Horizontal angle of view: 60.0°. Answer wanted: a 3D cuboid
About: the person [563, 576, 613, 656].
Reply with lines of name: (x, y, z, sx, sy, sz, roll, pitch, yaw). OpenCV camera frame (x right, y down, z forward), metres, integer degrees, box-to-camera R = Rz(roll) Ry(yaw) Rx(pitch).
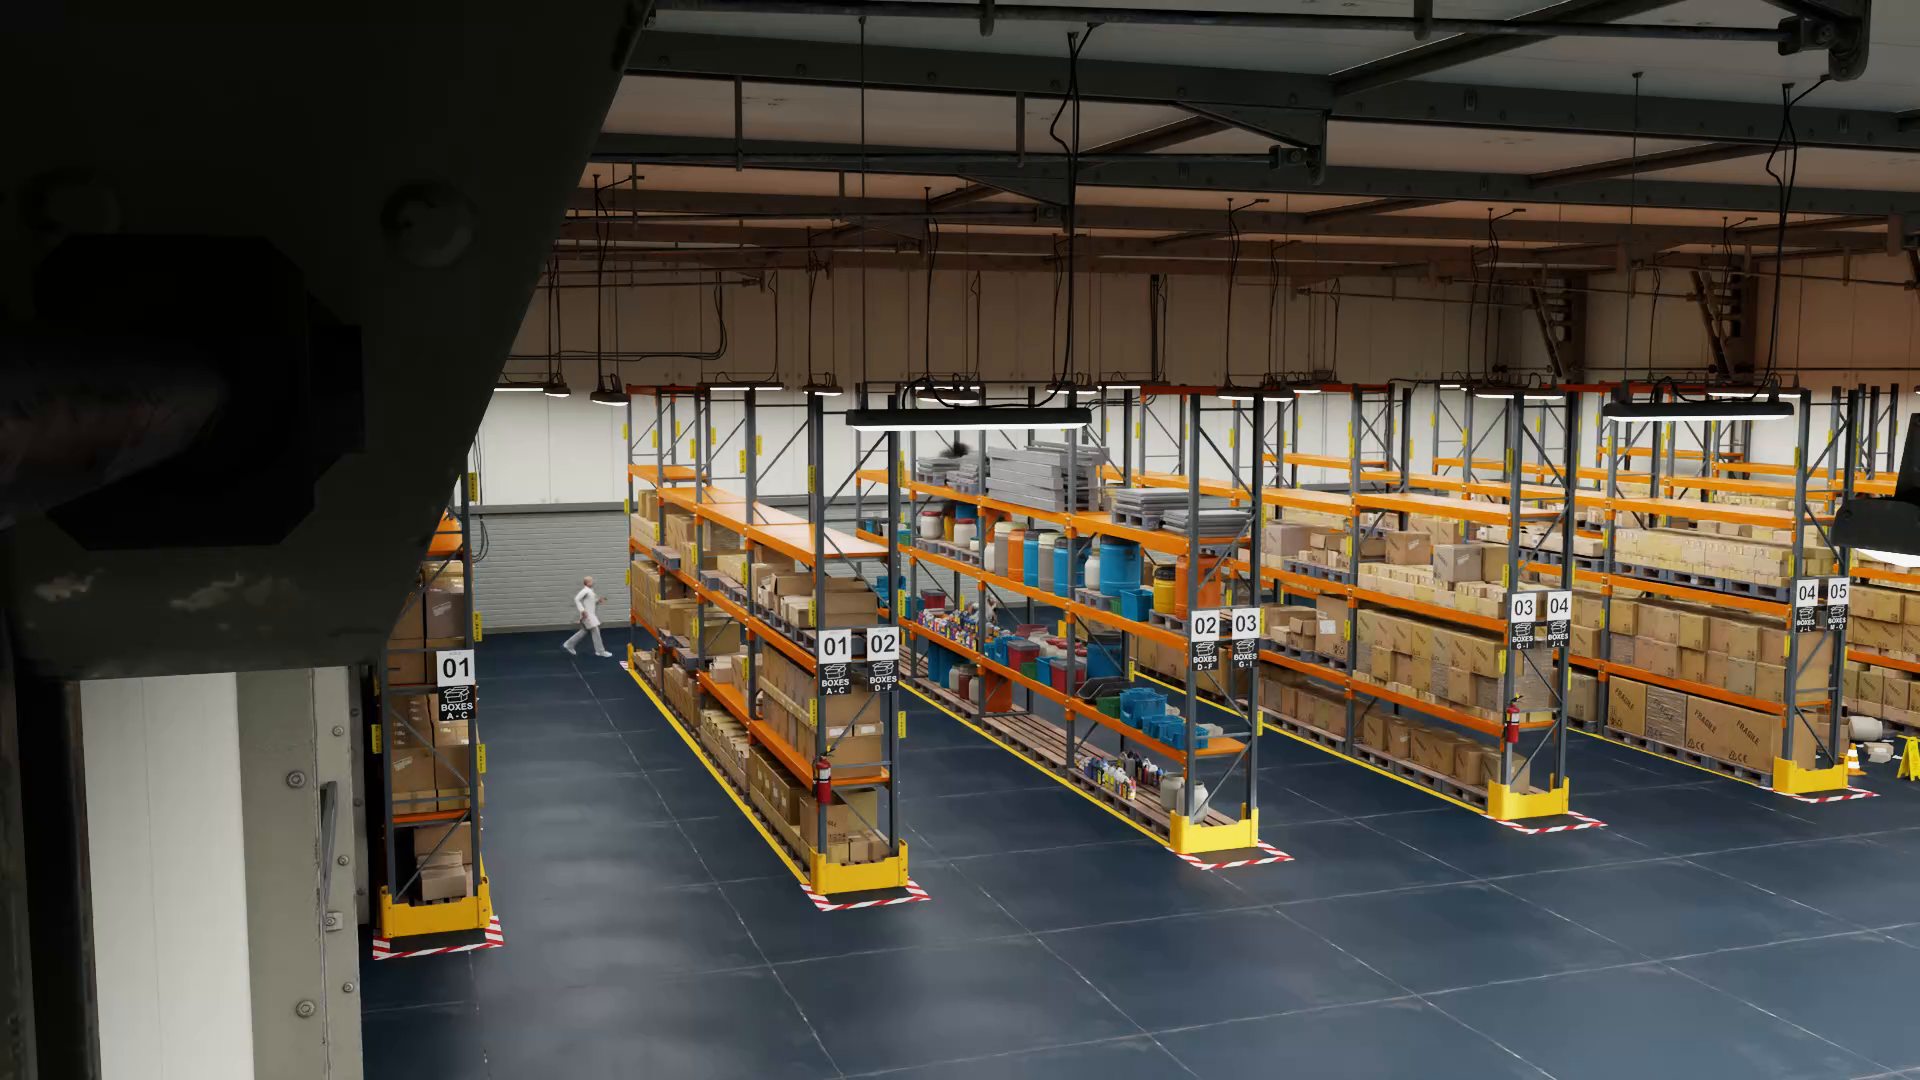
person: (-8.142, 1.714, 36.280, 1.066, 1.676, 0.690, -1, 6, -12)

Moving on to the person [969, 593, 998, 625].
person: (0.494, 1.821, 35.149, 0.625, 1.465, 0.812, -5, 8, -40)
